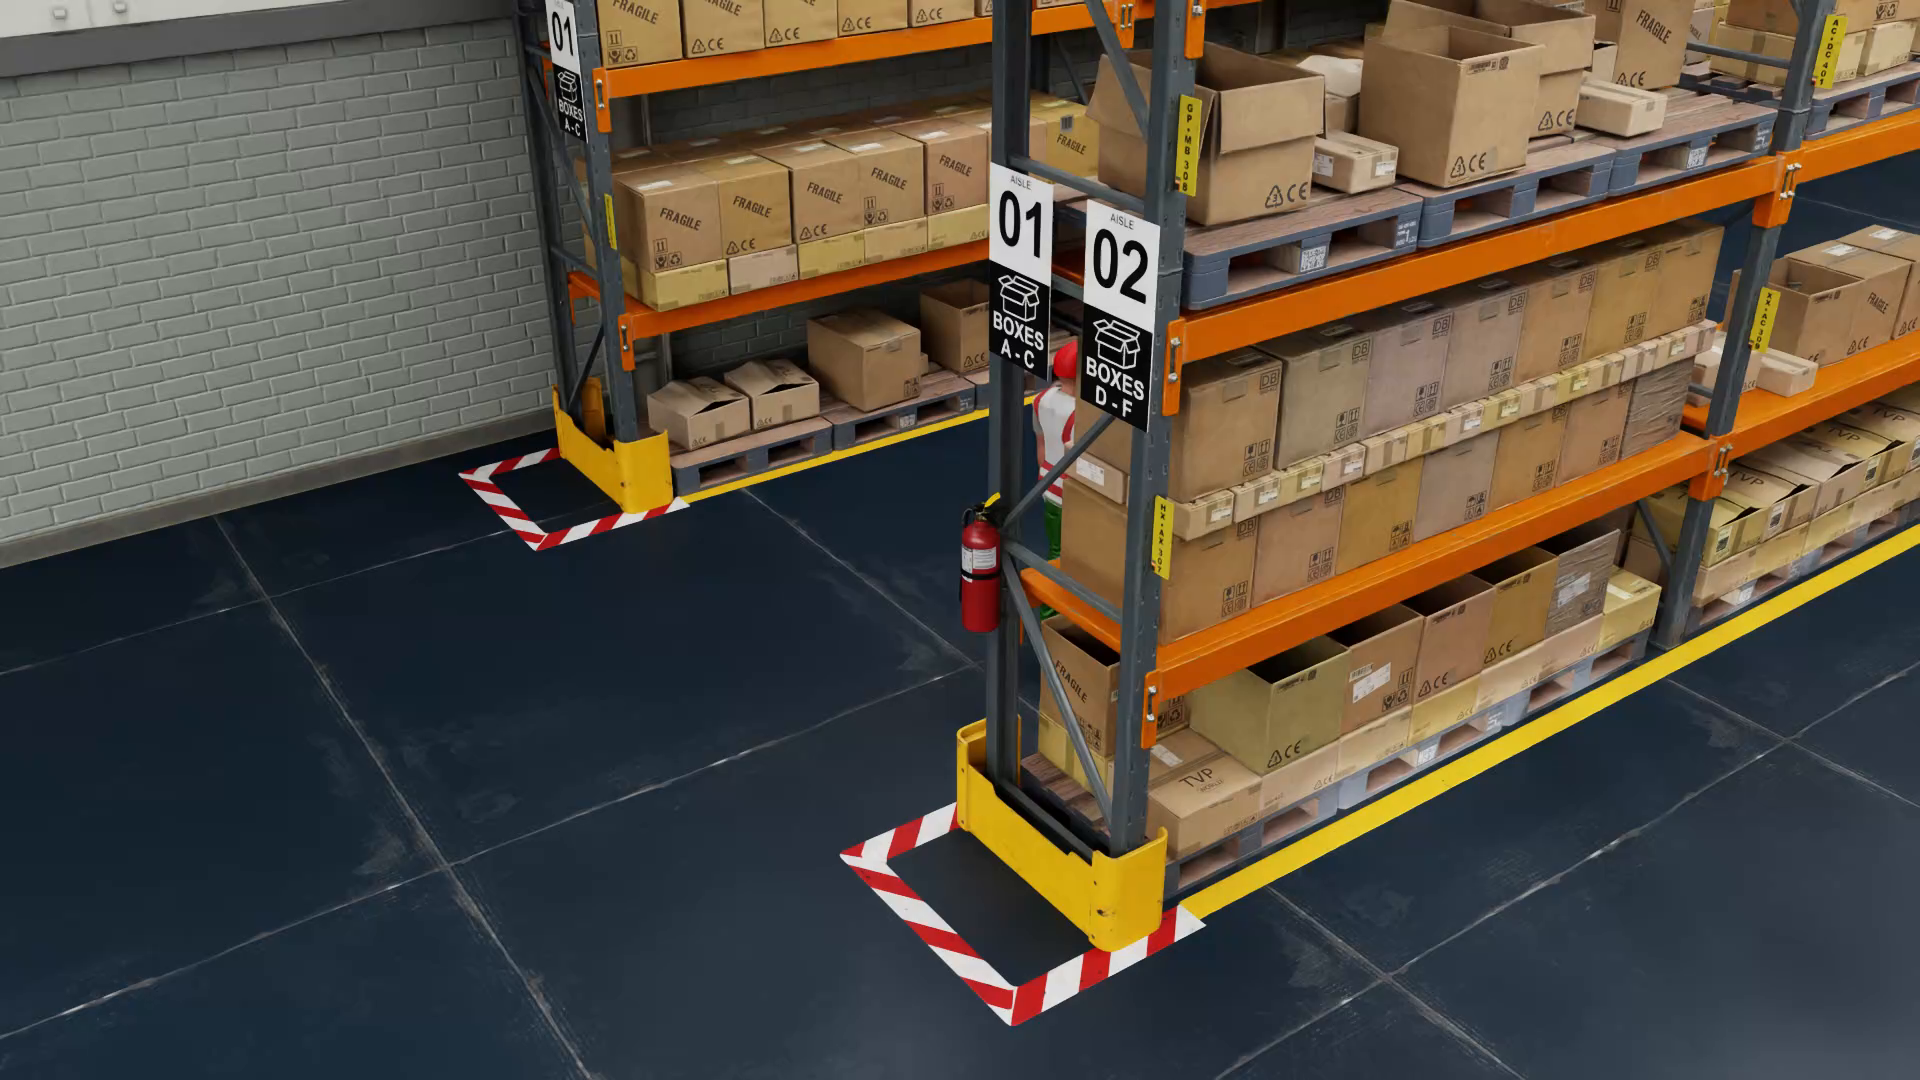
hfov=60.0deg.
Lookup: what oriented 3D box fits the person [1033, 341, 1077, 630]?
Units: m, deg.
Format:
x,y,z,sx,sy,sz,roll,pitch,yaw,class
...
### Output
x,y,z,sx,sy,sz,roll,pitch,yaw,class
0.626,-0.243,9.048,0.372,1.790,0.523,-18,33,-29,person
